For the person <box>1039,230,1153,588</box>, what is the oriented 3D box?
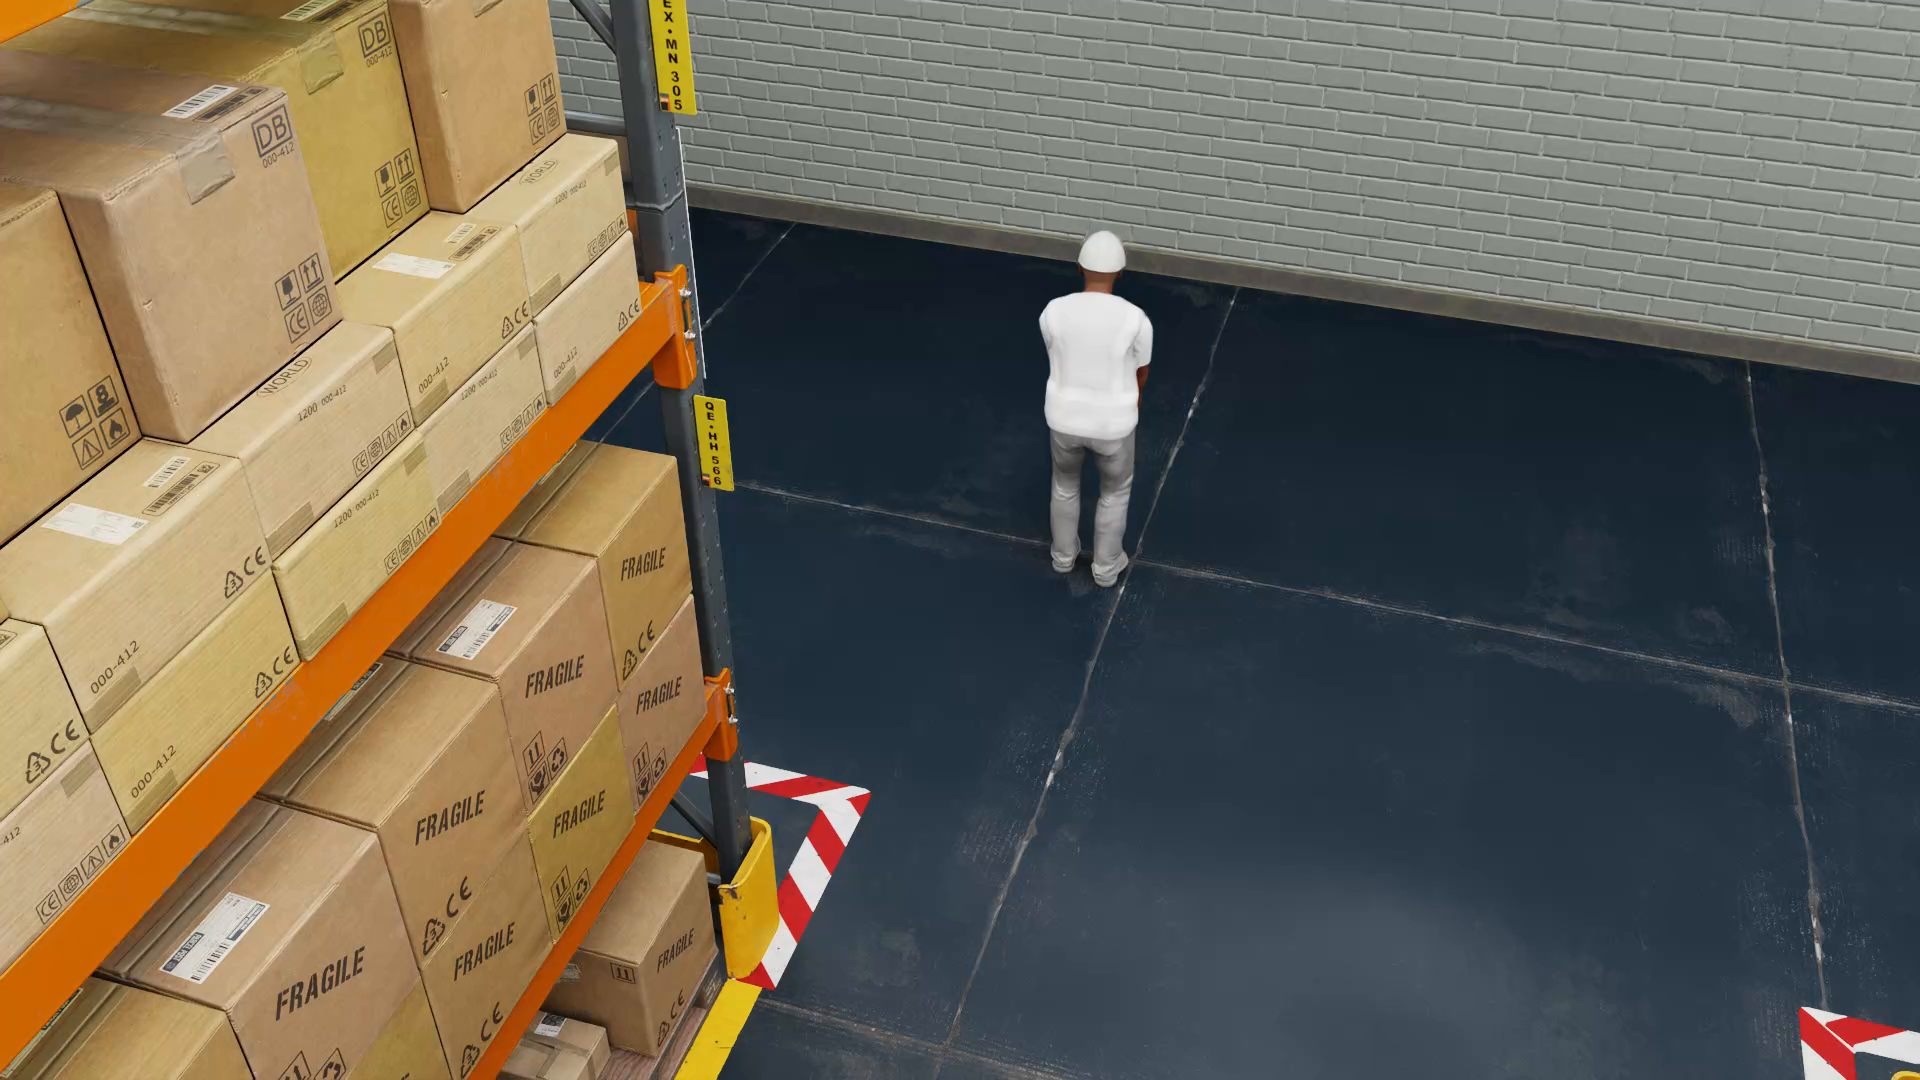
[{"bbox_3d":[0.619,-0.613,7.709,0.503,1.743,0.591,10,38,13],"label":"person"}]
